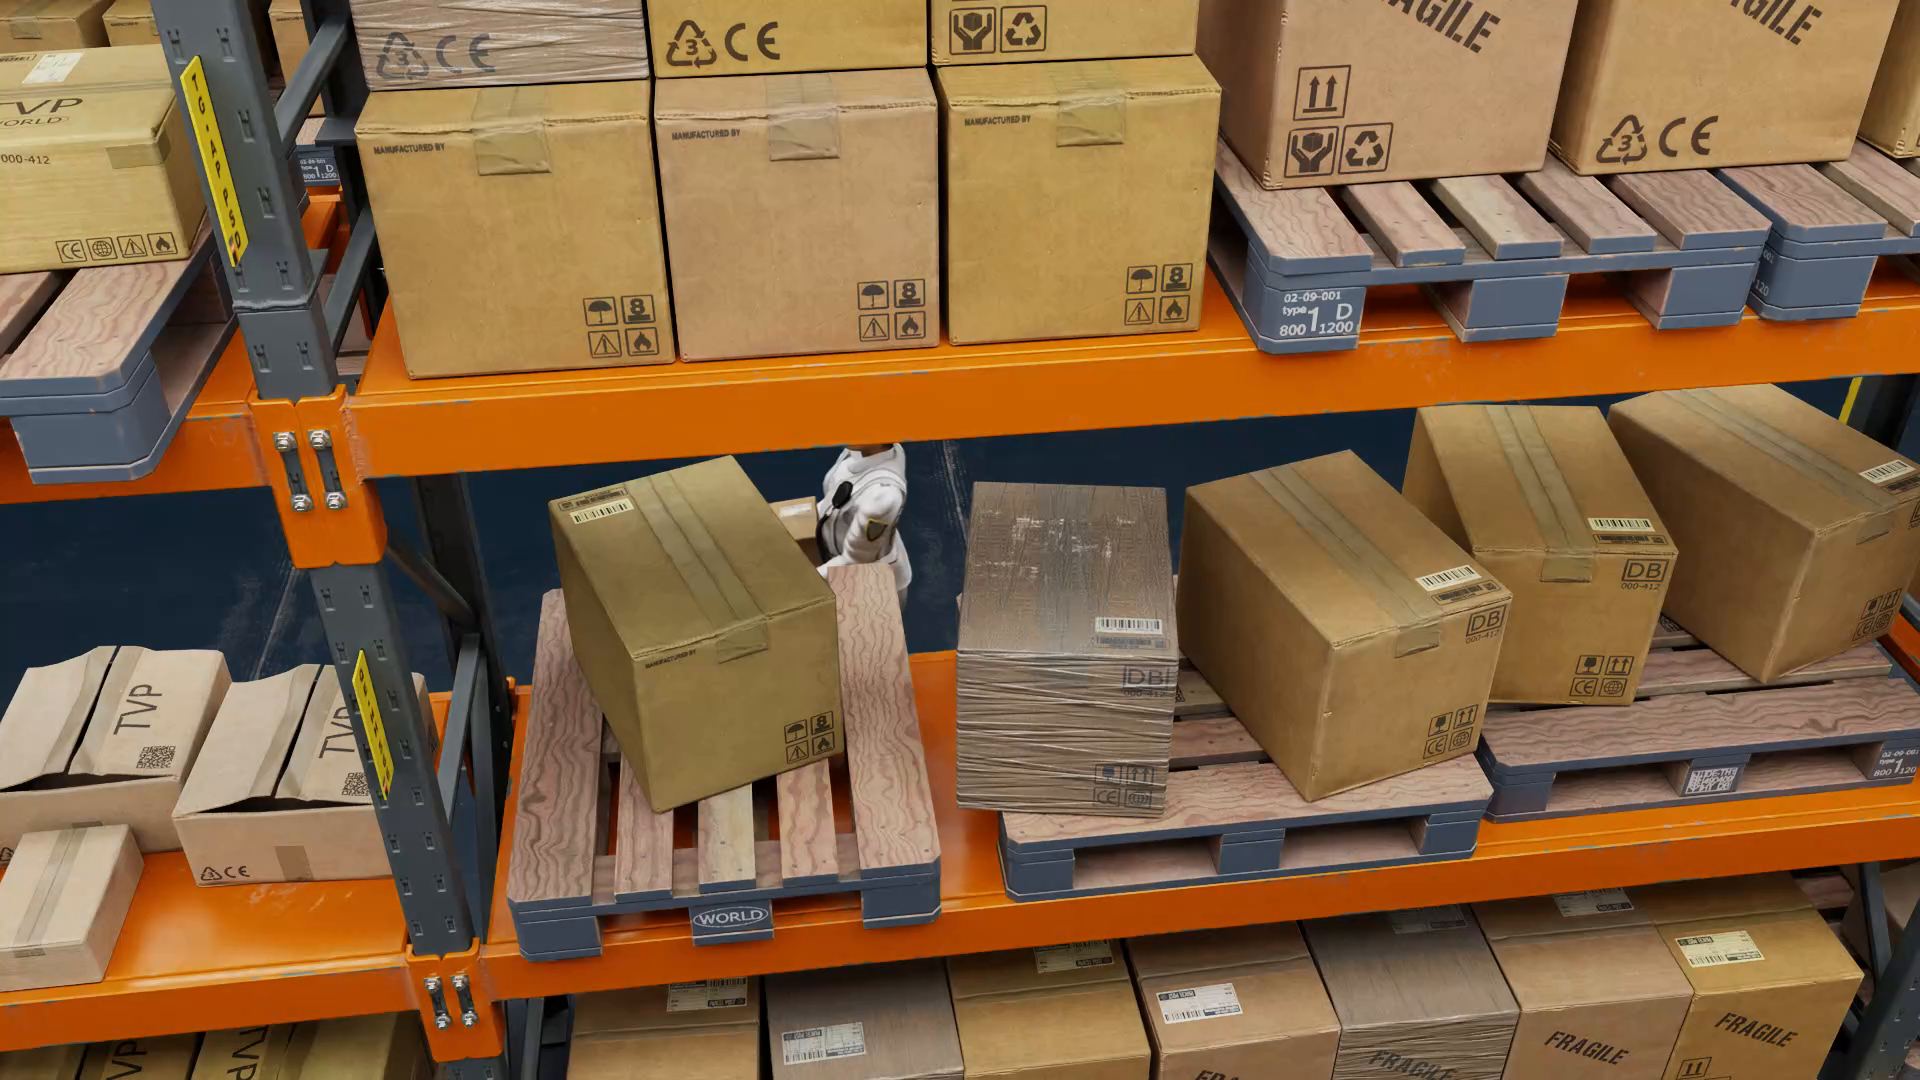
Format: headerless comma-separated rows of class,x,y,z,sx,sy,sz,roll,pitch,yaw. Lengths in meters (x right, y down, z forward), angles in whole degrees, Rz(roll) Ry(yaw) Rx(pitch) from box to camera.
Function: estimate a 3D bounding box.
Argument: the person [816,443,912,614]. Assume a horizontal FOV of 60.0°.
person,-0.402,0.158,5.896,0.564,1.686,0.454,-4,35,-6
